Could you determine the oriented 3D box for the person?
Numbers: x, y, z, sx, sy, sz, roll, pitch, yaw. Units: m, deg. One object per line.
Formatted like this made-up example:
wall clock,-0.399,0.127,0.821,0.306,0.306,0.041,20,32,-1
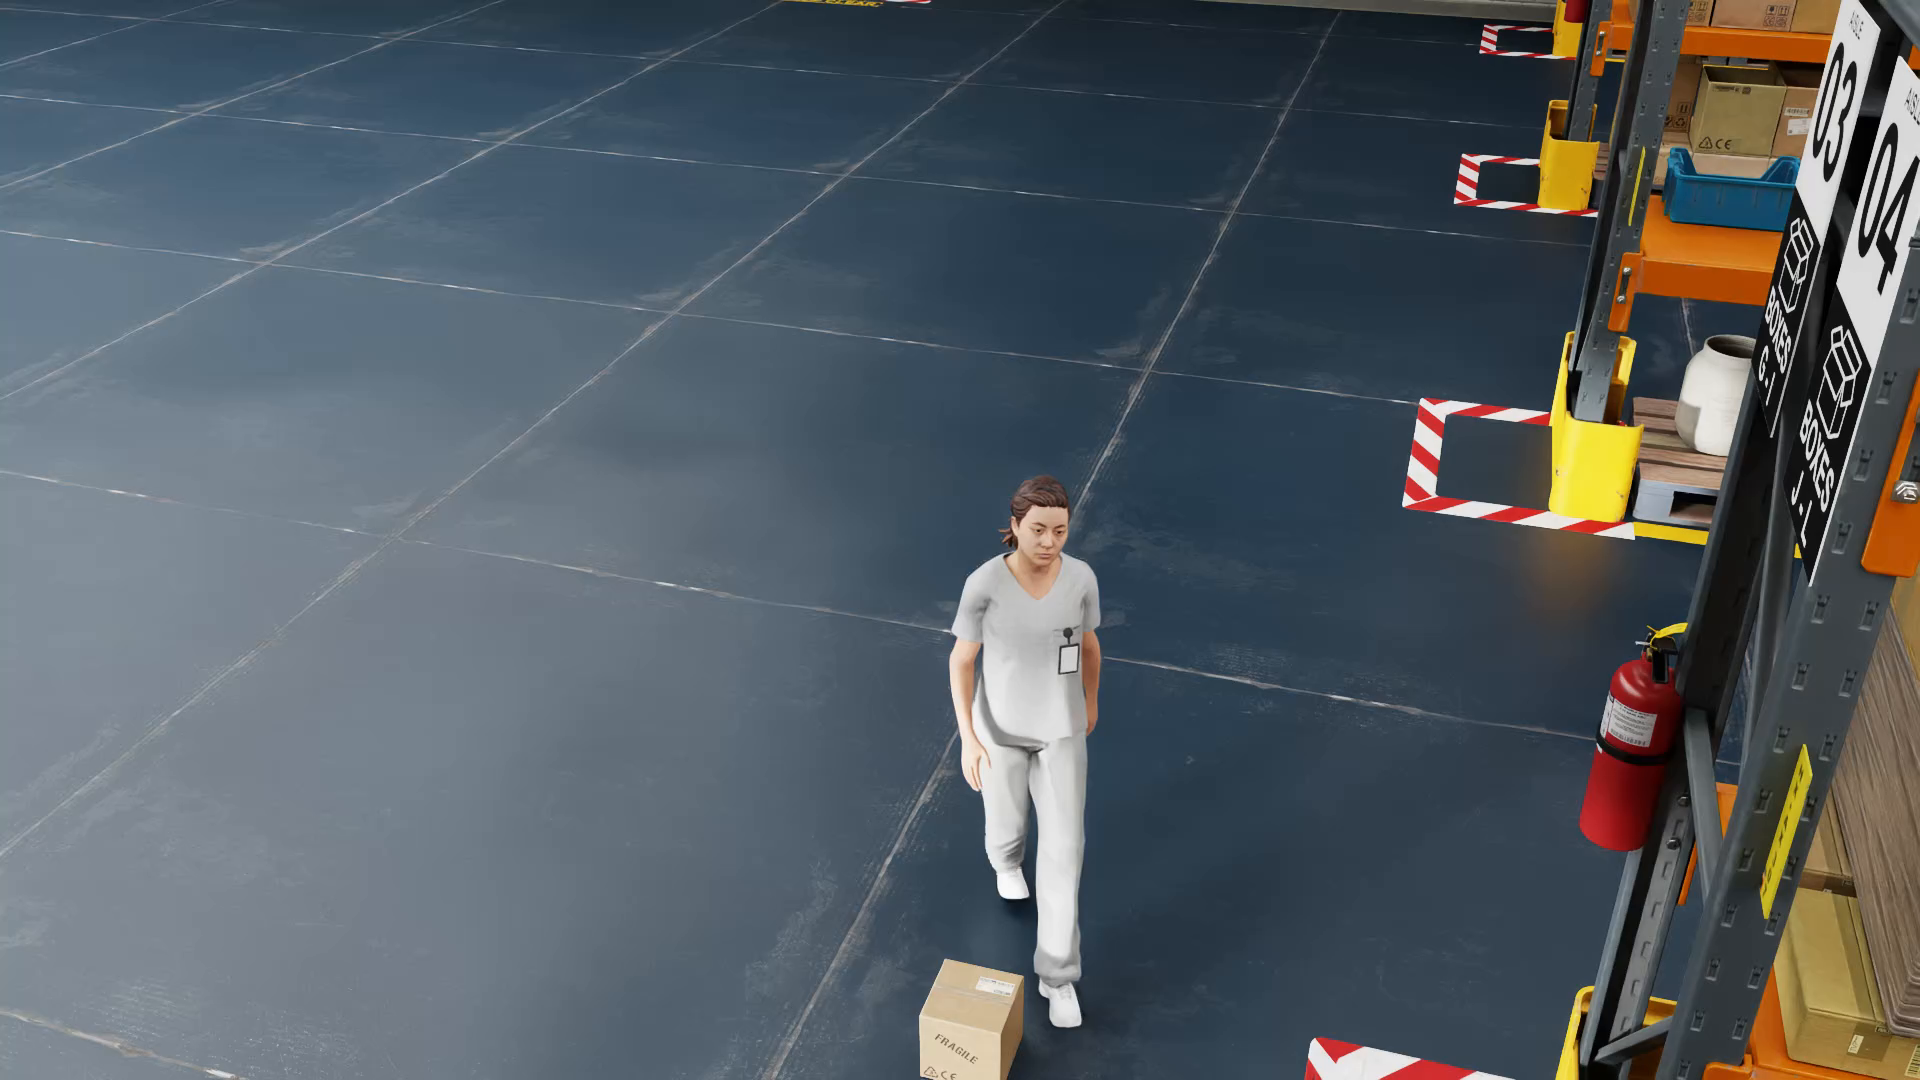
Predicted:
person,0.166,0.669,4.968,0.479,1.621,0.745,4,30,7
